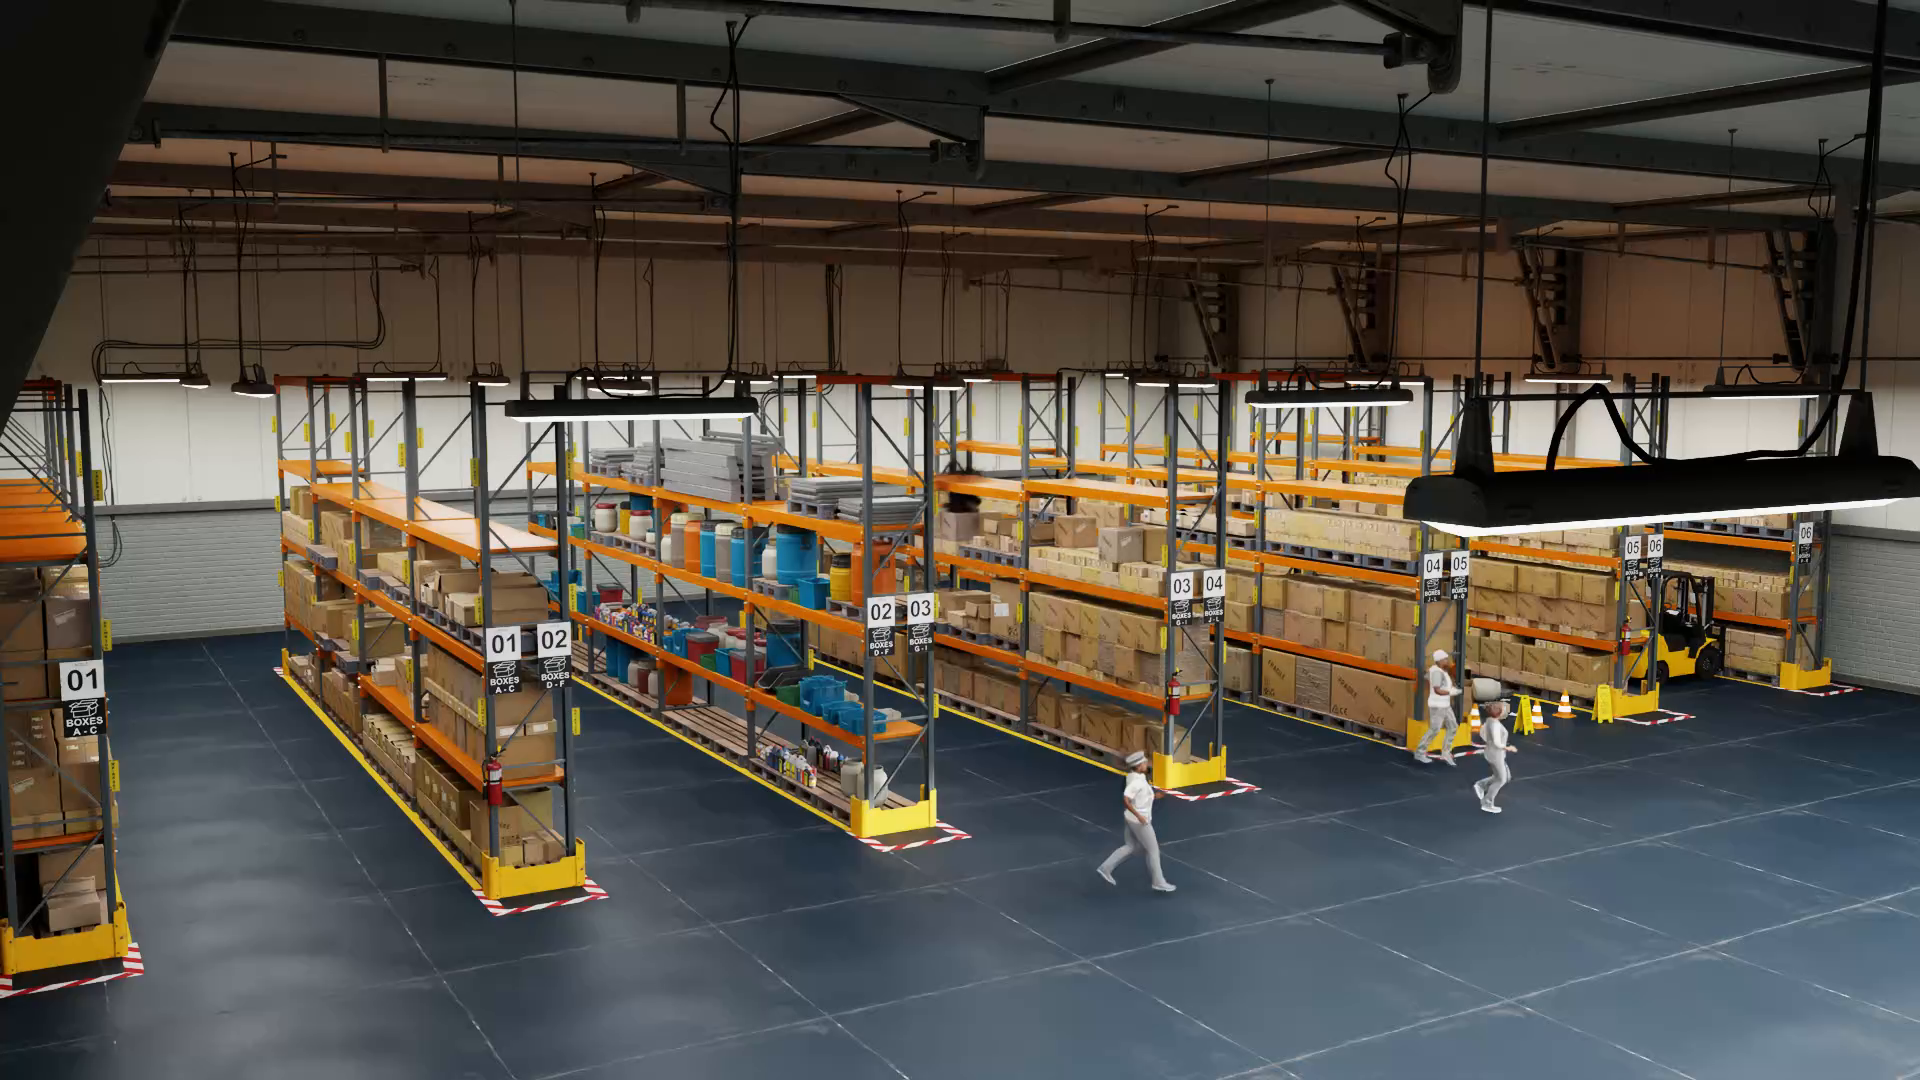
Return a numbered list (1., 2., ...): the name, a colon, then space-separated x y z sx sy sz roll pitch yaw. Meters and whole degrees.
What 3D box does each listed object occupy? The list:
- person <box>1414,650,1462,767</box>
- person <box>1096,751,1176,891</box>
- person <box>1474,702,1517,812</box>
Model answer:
1. person: 7.453 2.626 25.865 0.697 1.845 0.677 3 7 23
2. person: 2.097 3.320 19.673 0.941 1.683 0.576 -1 6 -7
3. person: 7.481 3.029 23.206 0.542 1.560 0.535 1 6 7
